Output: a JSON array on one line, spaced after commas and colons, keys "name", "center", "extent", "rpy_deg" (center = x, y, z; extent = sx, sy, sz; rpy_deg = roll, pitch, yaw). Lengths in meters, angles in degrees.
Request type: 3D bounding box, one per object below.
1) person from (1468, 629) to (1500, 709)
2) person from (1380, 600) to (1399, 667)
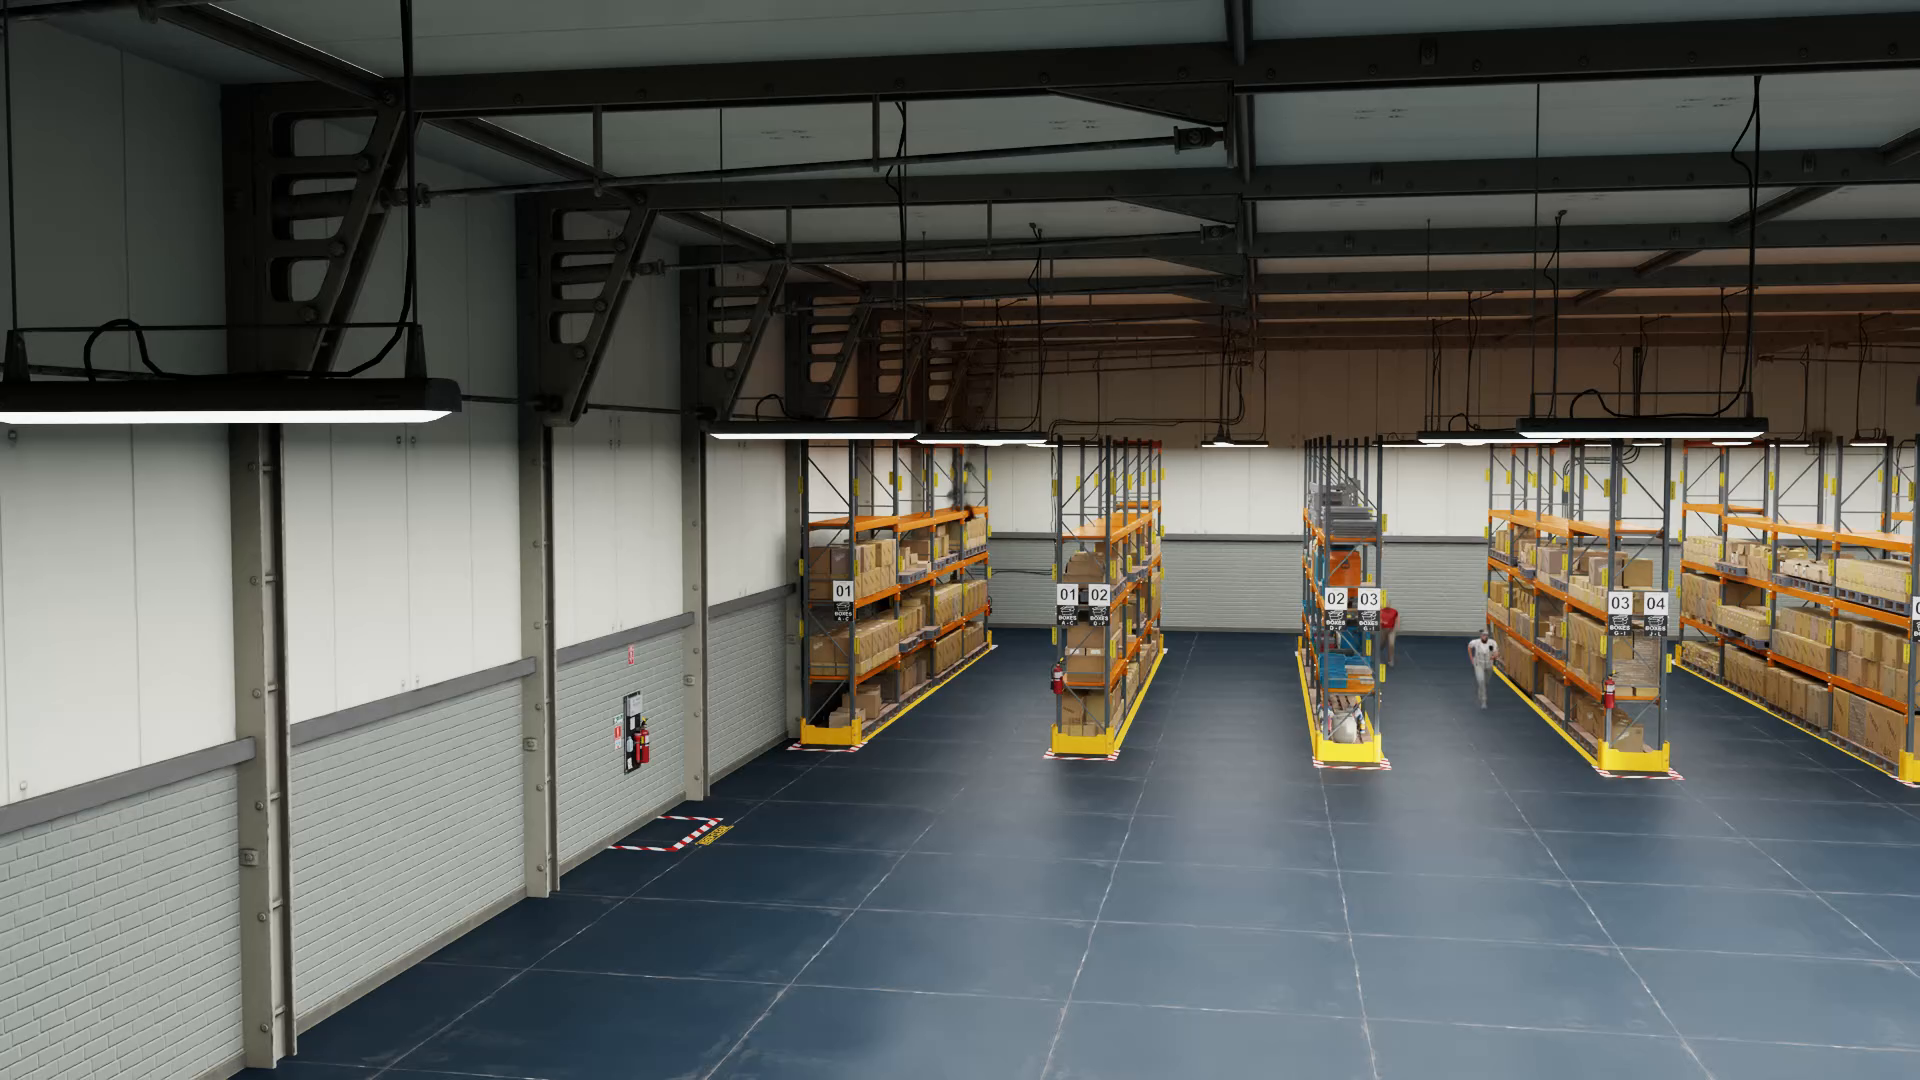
[{"name": "person", "center": [11.733, 2.849, 37.271], "extent": [0.663, 1.785, 1.093], "rpy_deg": [0, 3, 6]}, {"name": "person", "center": [11.379, 2.469, 44.336], "extent": [0.672, 1.754, 0.982], "rpy_deg": [0, 3, 3]}]
